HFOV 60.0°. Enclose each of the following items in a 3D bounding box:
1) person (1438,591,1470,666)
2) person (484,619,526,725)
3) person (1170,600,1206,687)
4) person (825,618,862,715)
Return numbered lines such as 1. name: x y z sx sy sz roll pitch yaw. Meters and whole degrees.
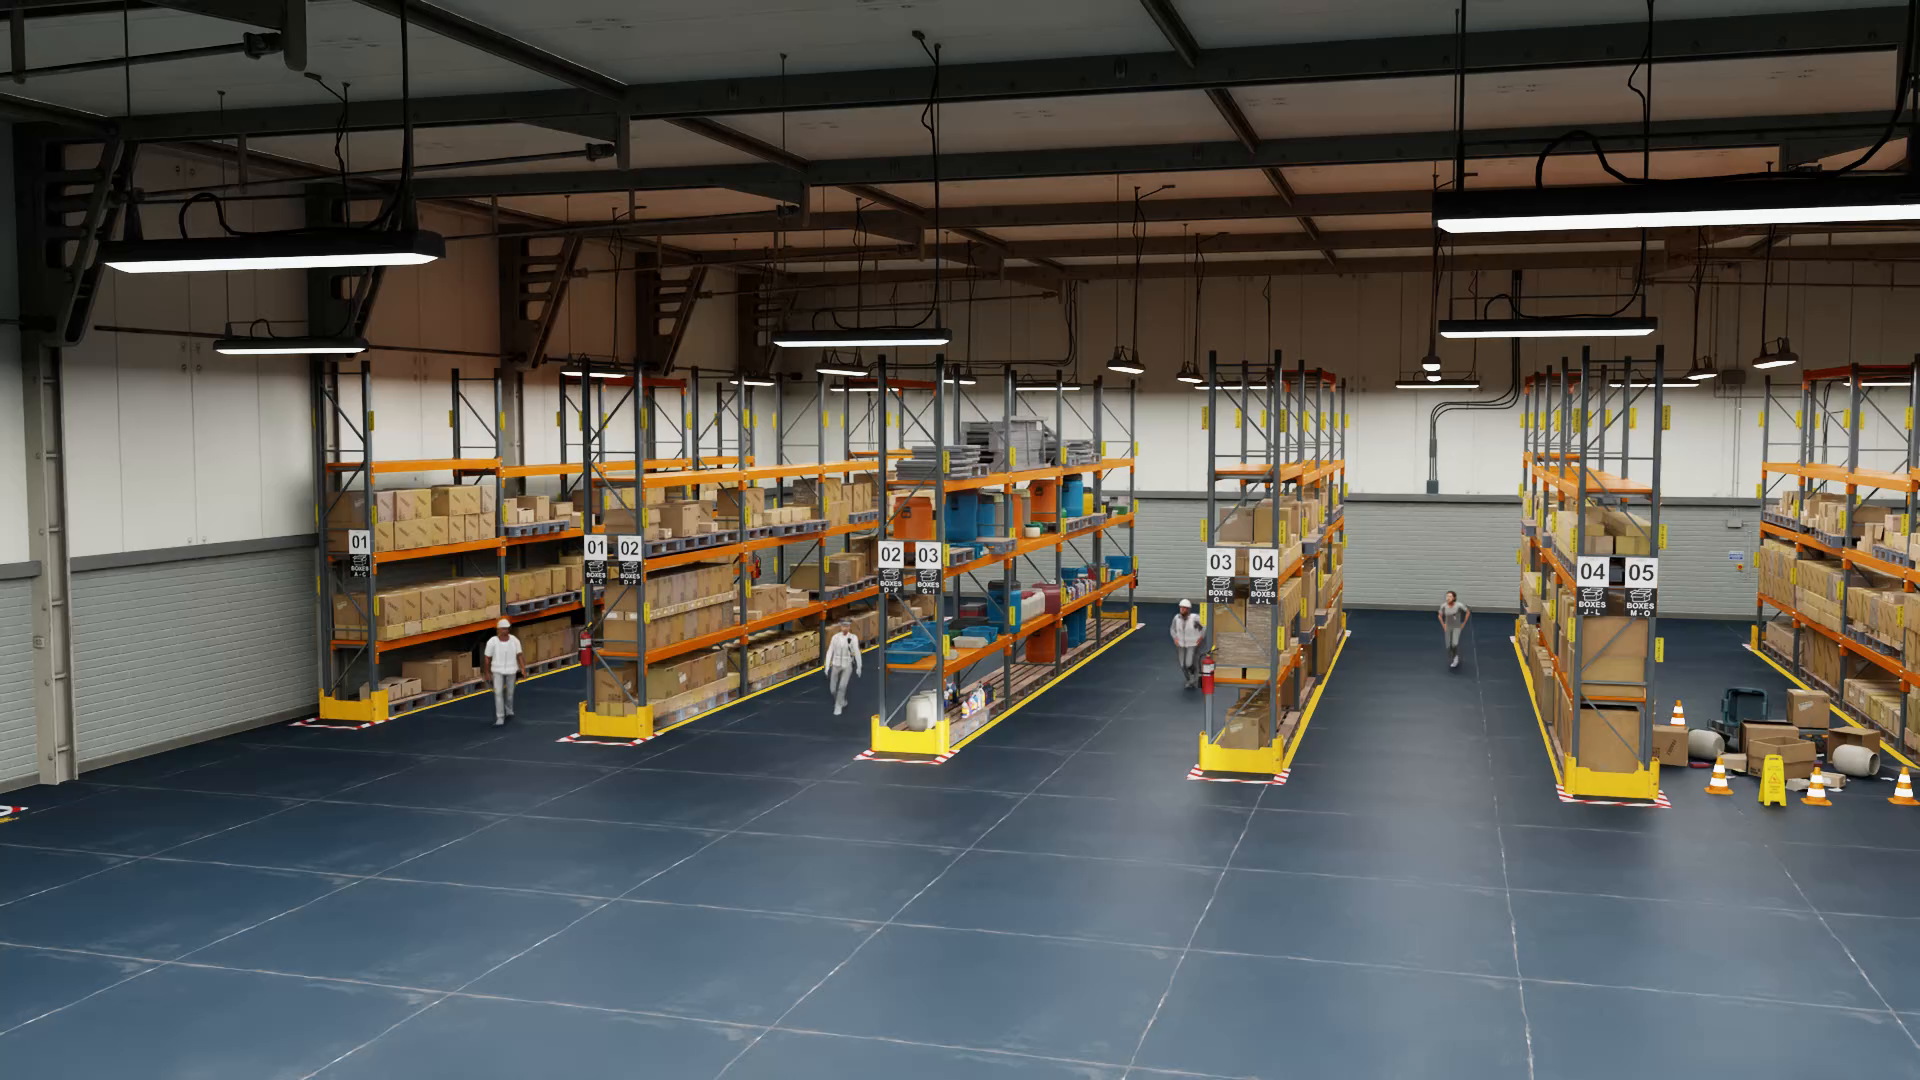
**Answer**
1. person: 10.042 1.806 33.783 0.607 1.574 0.691 2 5 27
2. person: -7.532 2.161 27.527 0.657 1.703 1.120 -1 4 -18
3. person: 4.287 1.939 31.108 0.700 1.684 0.718 2 4 25
4. person: -1.901 2.031 27.212 0.569 1.552 0.738 1 4 9
